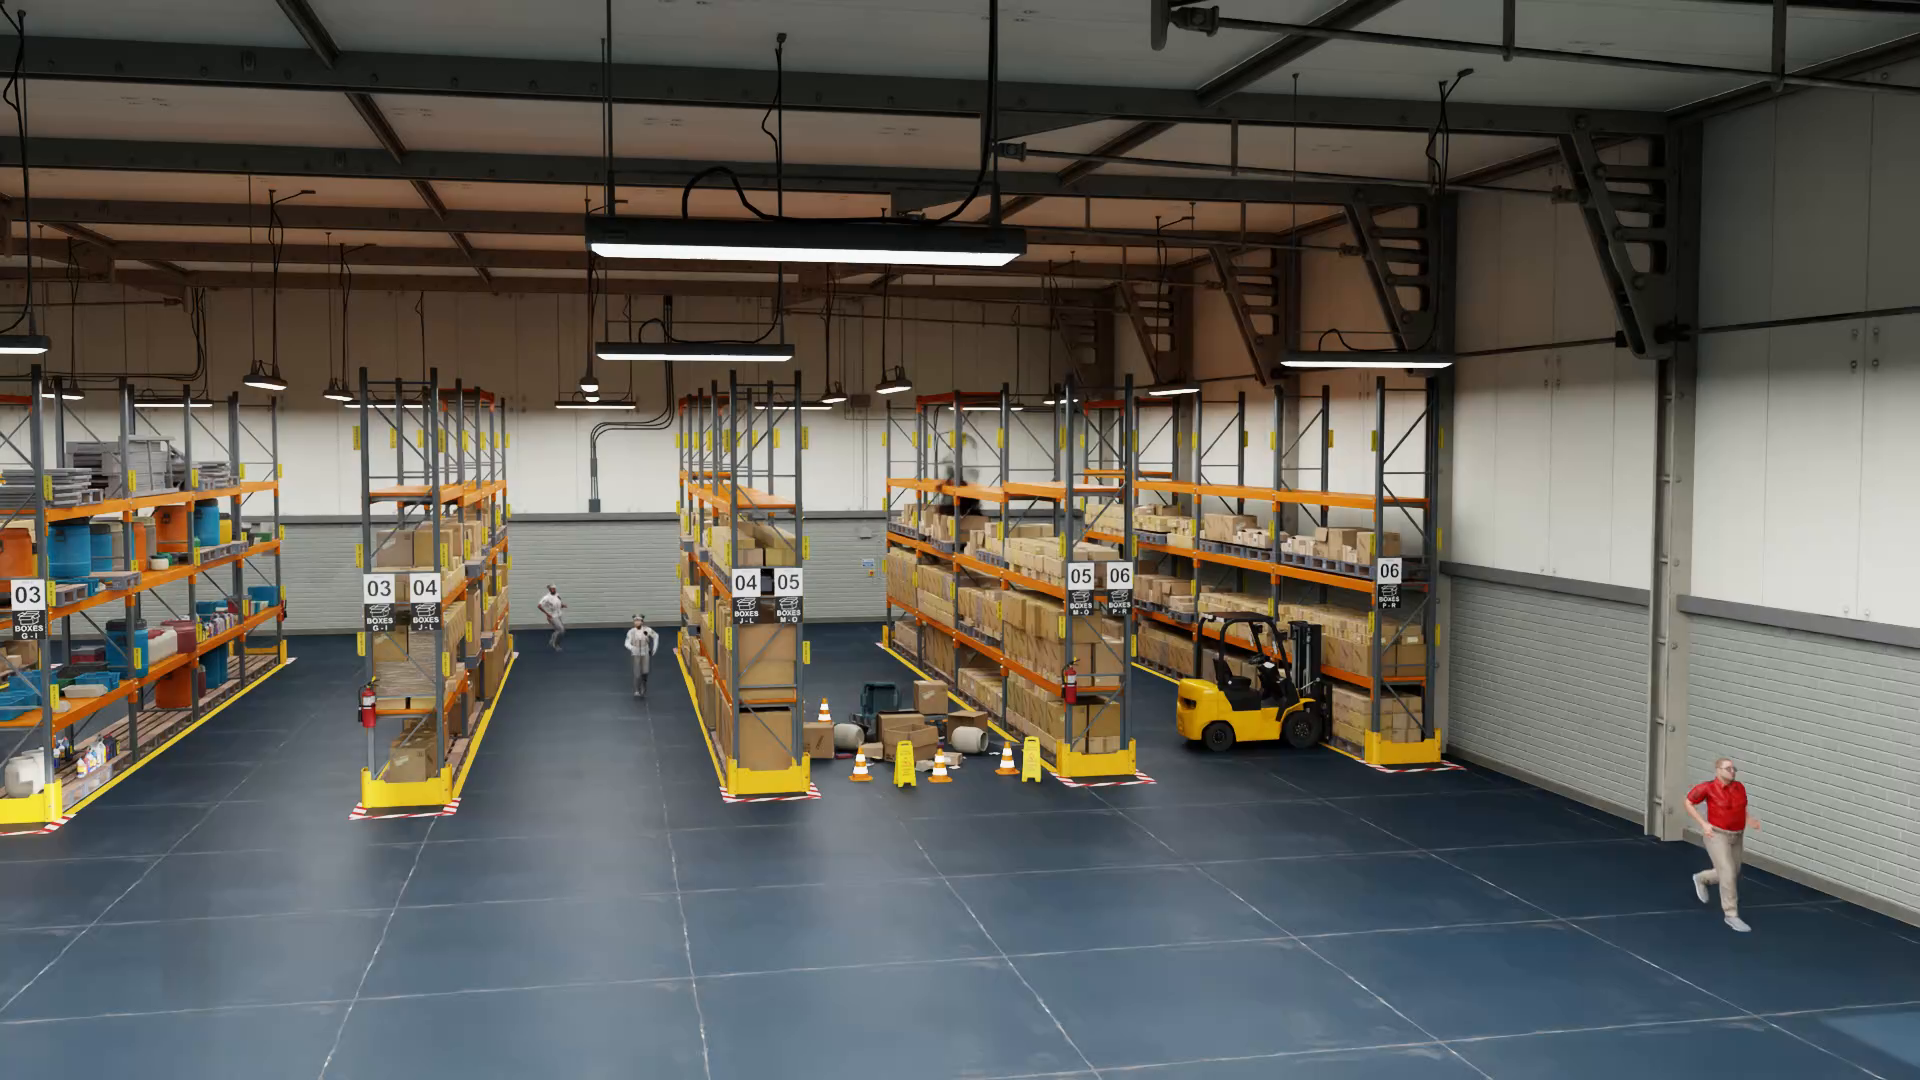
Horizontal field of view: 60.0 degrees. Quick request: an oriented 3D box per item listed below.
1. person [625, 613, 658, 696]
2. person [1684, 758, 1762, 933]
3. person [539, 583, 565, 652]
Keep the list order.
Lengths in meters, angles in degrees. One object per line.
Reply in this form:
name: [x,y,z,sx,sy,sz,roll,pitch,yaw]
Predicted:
person: [-6.191,2.242,32.334,0.634,1.651,0.729,0,3,-8]
person: [7.936,3.128,17.324,0.663,1.731,0.879,-1,4,-18]
person: [-9.687,1.838,39.474,0.491,1.684,0.583,1,4,20]
